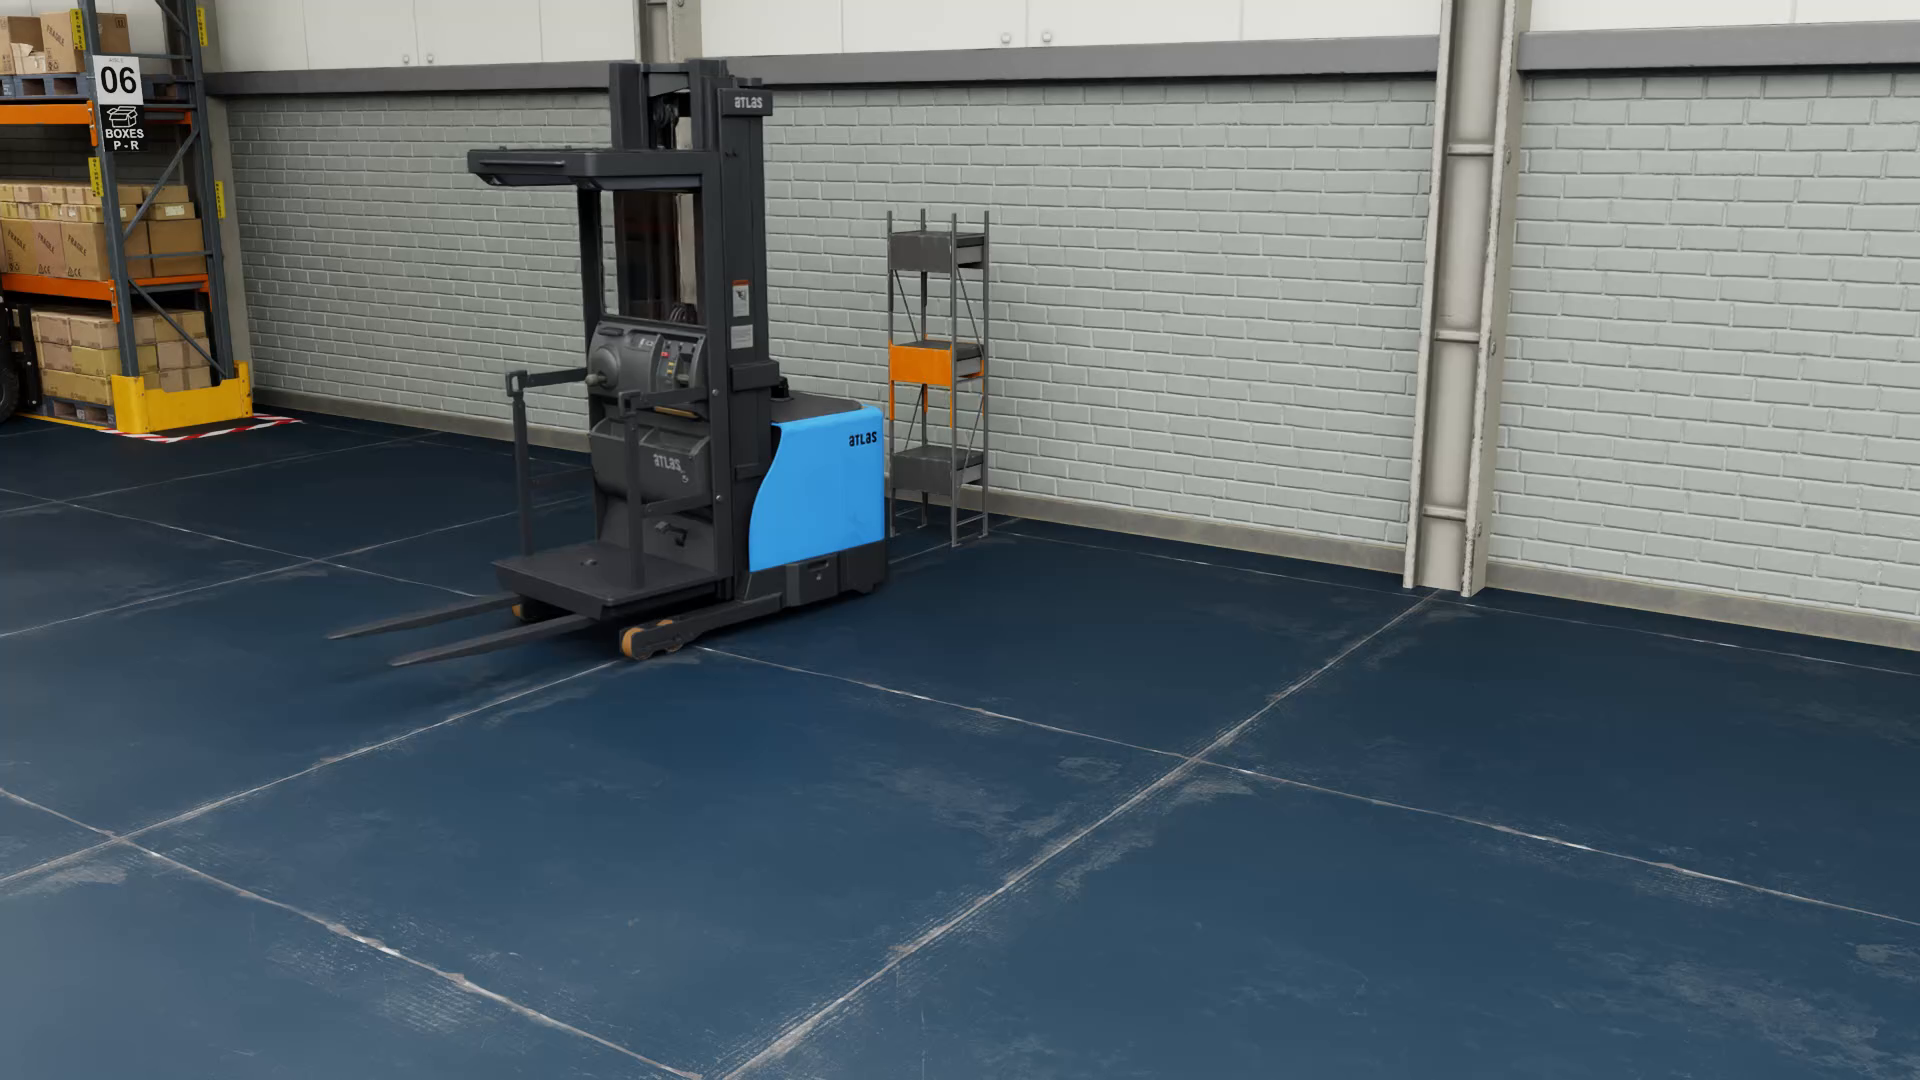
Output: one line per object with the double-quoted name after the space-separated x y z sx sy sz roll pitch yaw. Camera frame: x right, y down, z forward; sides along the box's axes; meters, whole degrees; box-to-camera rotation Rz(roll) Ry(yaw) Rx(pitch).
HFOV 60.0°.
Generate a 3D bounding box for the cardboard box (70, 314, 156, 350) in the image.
-7.603 -1.877 14.929 0.500 0.250 0.500 10 17 35 "cardboard box"

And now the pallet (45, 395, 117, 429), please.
-7.705 -1.263 15.487 1.213 0.211 1.003 9 17 33 "pallet"

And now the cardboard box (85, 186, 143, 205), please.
-7.462 -3.036 14.670 0.250 0.149 0.380 9 17 33 "cardboard box"

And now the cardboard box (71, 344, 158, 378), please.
-7.625 -1.637 15.003 0.500 0.250 0.500 9 16 32 "cardboard box"

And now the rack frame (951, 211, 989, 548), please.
0.065 -1.009 10.528 0.015 2.100 0.400 9 17 33 "rack frame"

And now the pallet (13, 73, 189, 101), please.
-7.619 -4.036 14.825 1.213 0.211 1.003 9 17 33 "pallet"

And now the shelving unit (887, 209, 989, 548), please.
-0.137 -1.041 10.661 0.503 2.100 0.431 9 17 33 "shelving unit"

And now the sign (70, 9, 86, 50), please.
-7.361 -4.264 13.884 0.005 0.325 0.100 9 17 33 "sign"

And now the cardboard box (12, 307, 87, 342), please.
-8.454 -2.010 15.466 0.500 0.250 0.500 9 17 34 "cardboard box"

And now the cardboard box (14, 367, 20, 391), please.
-8.874 -1.594 15.870 0.500 0.250 0.500 10 17 35 "cardboard box"

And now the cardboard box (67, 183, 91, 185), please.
-8.224 -3.314 15.790 0.250 0.149 0.380 9 16 31 "cardboard box"

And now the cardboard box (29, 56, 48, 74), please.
-7.904 -4.160 14.583 0.250 0.149 0.380 9 16 31 "cardboard box"

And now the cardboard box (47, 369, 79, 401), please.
-8.020 -1.460 15.328 0.500 0.250 0.500 9 17 33 "cardboard box"

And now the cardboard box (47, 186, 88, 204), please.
-7.916 -3.093 14.898 0.250 0.149 0.380 10 17 34 "cardboard box"

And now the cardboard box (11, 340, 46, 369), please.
-8.476 -1.772 15.546 0.500 0.250 0.500 9 16 32 "cardboard box"

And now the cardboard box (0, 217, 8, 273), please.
-8.876 -2.790 15.643 0.500 0.500 0.500 9 17 33 "cardboard box"

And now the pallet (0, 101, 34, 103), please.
-9.644 -4.363 16.147 1.213 0.211 1.003 9 17 33 "pallet"

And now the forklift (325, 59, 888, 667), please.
-1.790 -0.954 8.578 1.130 2.935 3.031 13 19 42 "forklift"

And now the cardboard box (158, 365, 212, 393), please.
-7.345 -1.497 15.475 0.500 0.250 0.500 9 17 33 "cardboard box"

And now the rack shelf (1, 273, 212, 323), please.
-8.706 -2.442 15.941 4.000 0.370 1.077 9 17 33 "rack shelf"

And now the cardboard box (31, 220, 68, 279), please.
-8.027 -2.656 15.103 0.500 0.500 0.500 10 17 35 "cardboard box"

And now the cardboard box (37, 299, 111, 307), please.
-8.587 -2.185 16.174 0.500 0.250 0.500 9 16 32 "cardboard box"

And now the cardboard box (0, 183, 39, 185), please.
-8.738 -3.241 15.496 0.250 0.149 0.380 9 17 34 "cardboard box"

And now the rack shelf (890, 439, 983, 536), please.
-0.137 -0.349 10.832 0.480 0.518 0.431 9 17 33 "rack shelf"

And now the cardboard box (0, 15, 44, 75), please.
-8.344 -4.448 15.015 0.500 0.500 0.700 9 17 33 "cardboard box"

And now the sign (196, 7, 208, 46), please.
-6.732 -4.551 14.740 0.005 0.325 0.100 9 17 33 "sign"

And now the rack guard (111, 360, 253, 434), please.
-7.027 -1.306 15.058 0.348 0.500 1.175 9 17 33 "rack guard"

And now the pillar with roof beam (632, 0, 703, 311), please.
-4.546 -4.045 8.435 0.400 9.000 9.100 9 17 33 "pillar with roof beam"

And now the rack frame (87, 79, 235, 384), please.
-7.047 -2.523 14.771 0.127 3.000 1.000 9 17 33 "rack frame"

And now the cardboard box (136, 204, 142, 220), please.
-7.424 -3.004 15.156 0.250 0.149 0.380 9 17 33 "cardboard box"

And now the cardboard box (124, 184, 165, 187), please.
-7.392 -3.166 15.194 0.250 0.149 0.380 10 17 35 "cardboard box"

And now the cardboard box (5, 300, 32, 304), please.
-9.302 -2.151 16.038 0.500 0.250 0.500 10 17 35 "cardboard box"

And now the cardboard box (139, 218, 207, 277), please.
-7.303 -2.693 15.251 0.500 0.500 0.500 10 17 35 "cardboard box"

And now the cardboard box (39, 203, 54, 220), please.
-8.100 -2.987 15.091 0.250 0.149 0.380 9 17 32 "cardboard box"

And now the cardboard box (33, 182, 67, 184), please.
-8.695 -3.366 16.001 0.250 0.149 0.380 10 17 34 "cardboard box"

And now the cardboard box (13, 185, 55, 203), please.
-8.359 -3.154 15.145 0.250 0.149 0.380 10 17 34 "cardboard box"

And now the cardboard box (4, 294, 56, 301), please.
-9.421 -2.321 16.725 0.500 0.250 0.500 9 16 32 "cardboard box"

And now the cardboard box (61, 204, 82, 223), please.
-7.720 -2.905 14.758 0.250 0.149 0.380 9 17 34 "cardboard box"

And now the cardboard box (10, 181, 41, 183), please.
-9.074 -3.450 16.339 0.250 0.149 0.380 9 16 32 "cardboard box"

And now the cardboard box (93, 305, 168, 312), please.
-7.757 -2.046 15.611 0.500 0.250 0.500 9 17 33 "cardboard box"

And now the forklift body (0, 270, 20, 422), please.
-9.639 -2.001 14.431 1.214 2.155 2.313 9 17 33 "forklift body"

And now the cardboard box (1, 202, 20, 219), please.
-8.569 -3.044 15.318 0.250 0.149 0.380 9 17 33 "cardboard box"
